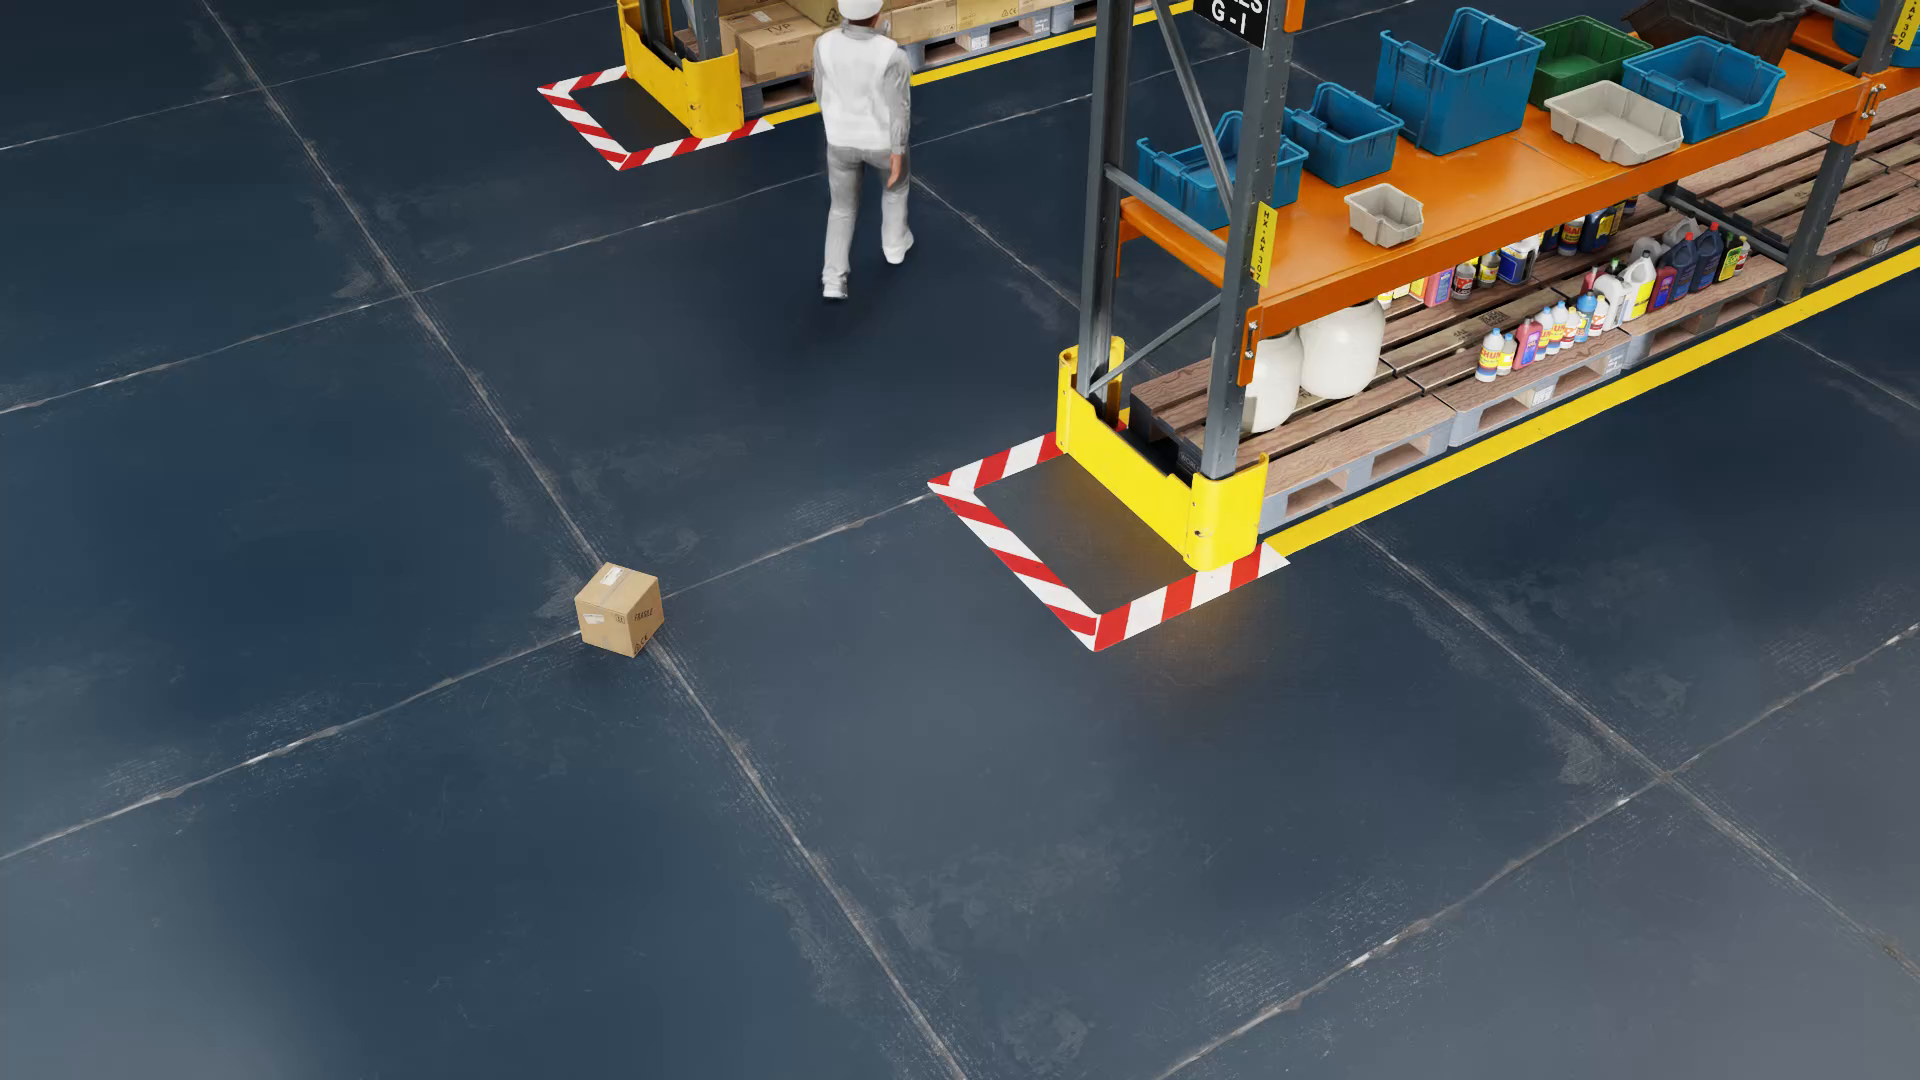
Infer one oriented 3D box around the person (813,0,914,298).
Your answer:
[{"bbox_3d":[-0.495,-2.084,8.578,0.532,1.736,0.982,7,41,8],"label":"person"}]
